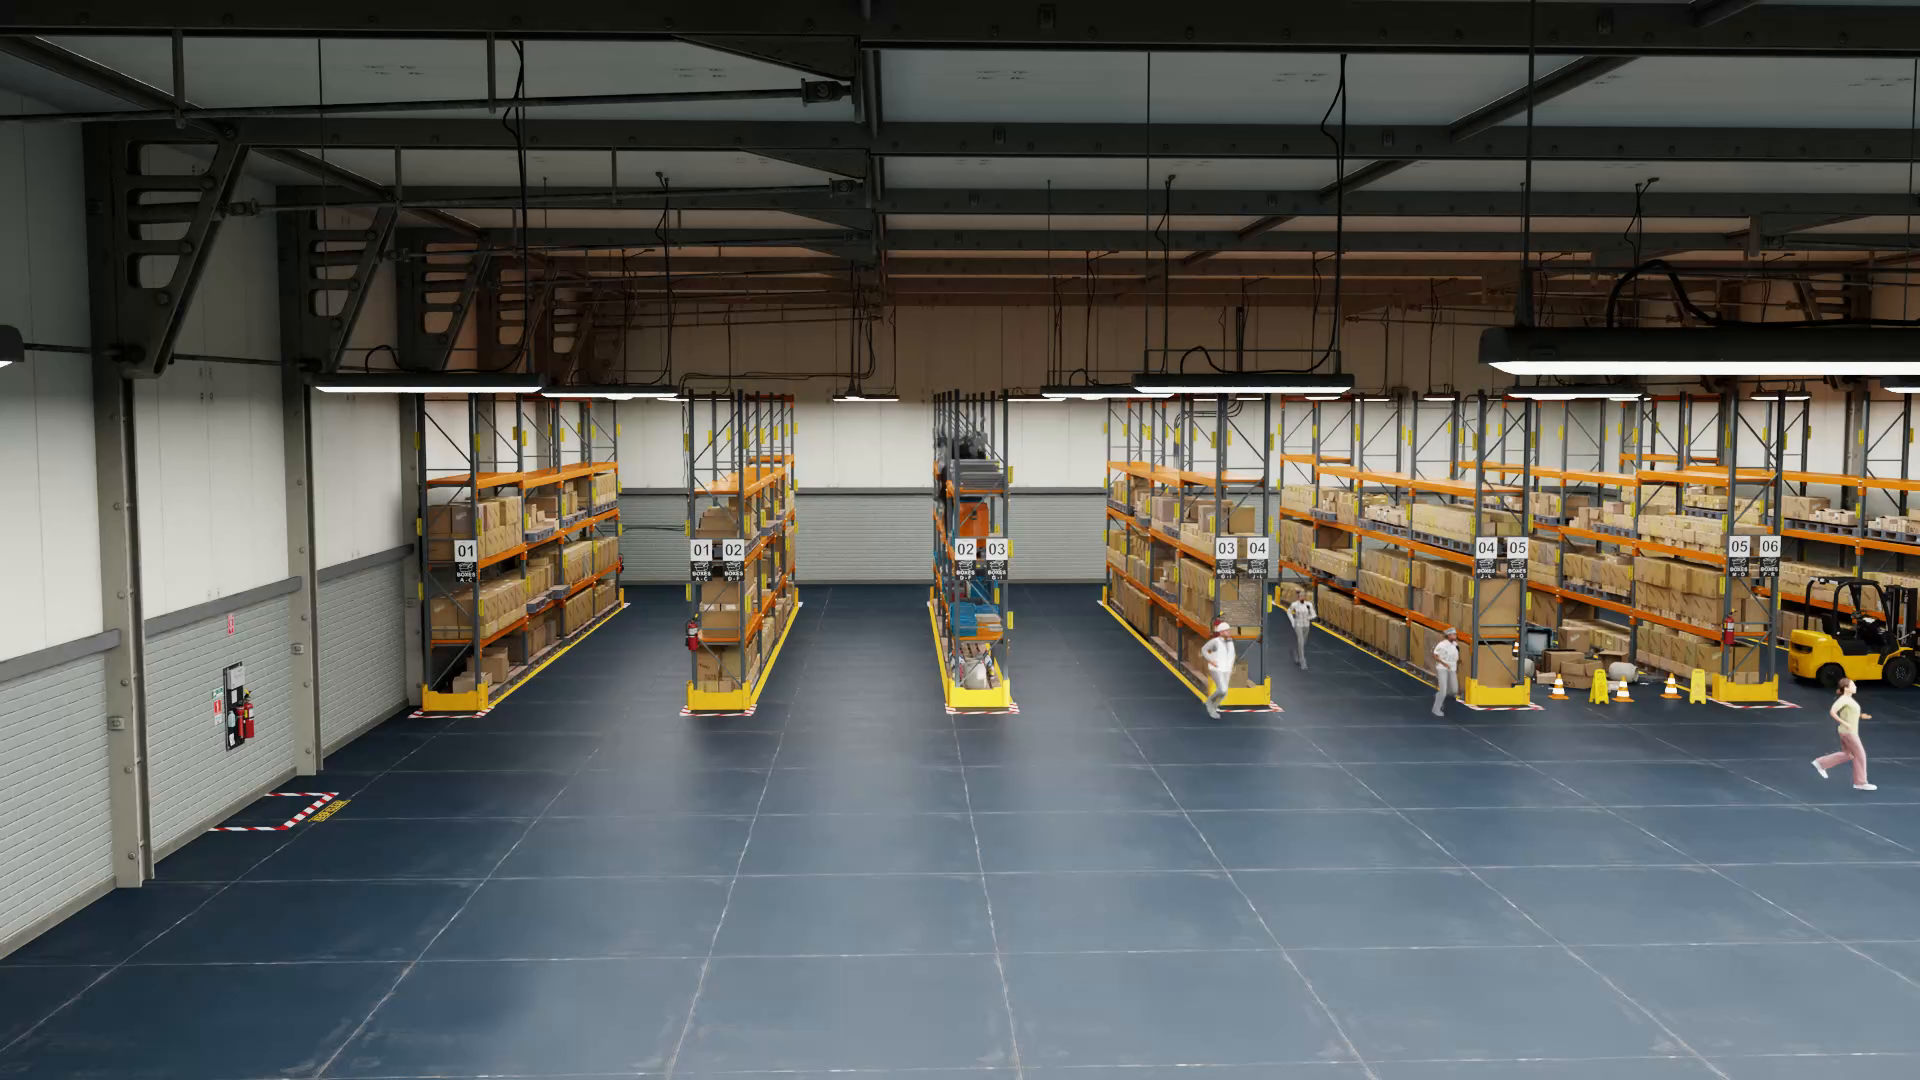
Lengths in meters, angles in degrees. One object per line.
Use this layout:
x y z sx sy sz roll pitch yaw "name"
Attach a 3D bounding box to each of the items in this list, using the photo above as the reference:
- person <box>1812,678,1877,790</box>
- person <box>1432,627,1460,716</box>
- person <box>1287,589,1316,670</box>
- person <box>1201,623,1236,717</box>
13.216 2.882 24.813 0.881 1.622 0.589 3 6 34 "person"
9.033 2.412 30.839 0.578 1.624 0.537 -2 5 -23 "person"
7.472 1.921 36.296 0.597 1.716 0.868 -1 5 -7 "person"
4.788 2.380 30.435 0.671 1.740 0.533 -3 6 -32 "person"
